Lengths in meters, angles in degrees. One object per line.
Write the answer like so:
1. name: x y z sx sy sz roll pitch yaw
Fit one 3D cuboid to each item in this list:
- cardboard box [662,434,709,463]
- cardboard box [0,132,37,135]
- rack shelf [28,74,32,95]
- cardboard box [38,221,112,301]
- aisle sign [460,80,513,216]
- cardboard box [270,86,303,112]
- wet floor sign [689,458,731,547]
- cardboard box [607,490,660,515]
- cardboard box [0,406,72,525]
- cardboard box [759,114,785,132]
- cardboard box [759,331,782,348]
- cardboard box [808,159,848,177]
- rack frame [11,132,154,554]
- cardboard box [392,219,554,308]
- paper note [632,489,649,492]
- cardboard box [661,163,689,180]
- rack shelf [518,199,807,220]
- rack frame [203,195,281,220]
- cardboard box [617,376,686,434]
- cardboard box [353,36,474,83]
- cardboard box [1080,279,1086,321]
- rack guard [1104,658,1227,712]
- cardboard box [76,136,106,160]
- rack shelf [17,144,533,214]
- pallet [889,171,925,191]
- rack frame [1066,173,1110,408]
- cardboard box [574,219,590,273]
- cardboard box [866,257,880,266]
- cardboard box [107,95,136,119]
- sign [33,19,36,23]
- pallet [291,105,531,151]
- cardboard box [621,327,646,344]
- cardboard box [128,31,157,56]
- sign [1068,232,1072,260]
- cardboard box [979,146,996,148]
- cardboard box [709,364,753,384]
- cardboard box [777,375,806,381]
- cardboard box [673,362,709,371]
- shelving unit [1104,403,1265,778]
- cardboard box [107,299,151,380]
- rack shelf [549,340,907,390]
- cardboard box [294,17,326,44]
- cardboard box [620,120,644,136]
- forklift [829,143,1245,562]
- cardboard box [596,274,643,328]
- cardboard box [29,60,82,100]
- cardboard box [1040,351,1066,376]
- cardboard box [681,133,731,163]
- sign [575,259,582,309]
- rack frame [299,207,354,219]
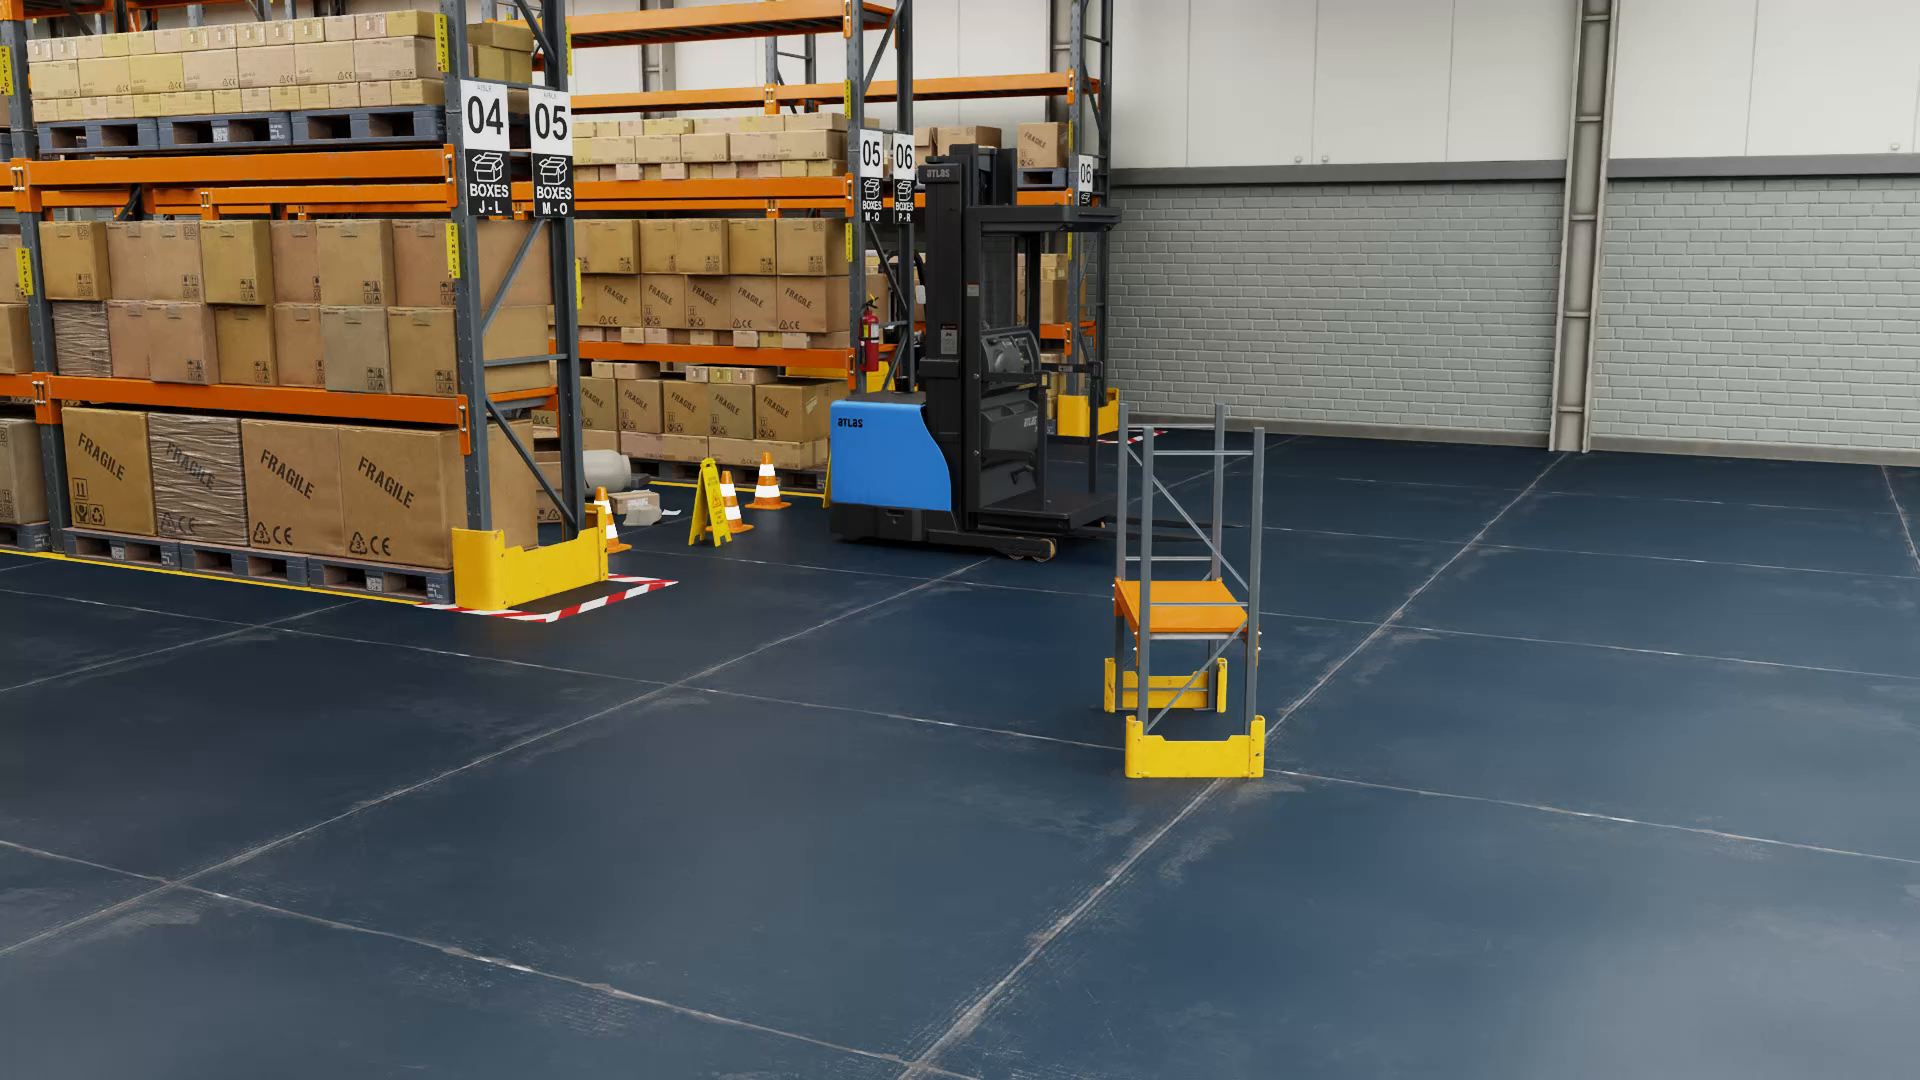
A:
1. cardboard box: -2.474 -0.895 15.795 0.500 0.250 0.500 5 11 24
2. cardboard box: -7.204 -3.185 12.727 0.380 0.149 0.250 5 11 26
3. rack shelf: -9.665 -5.128 18.937 4.000 0.370 1.077 5 11 26
4. cardboard box: -6.069 -2.026 12.047 0.550 0.550 0.875 5 11 26
5. aisle sign: -2.866 -2.366 10.079 0.004 0.787 0.394 5 11 26
6. cardboard box: -4.158 -2.800 10.604 0.250 0.149 0.380 5 11 25
7. wet floor sign: -1.895 -0.295 12.550 0.232 0.644 0.267 3 11 16
8. cardboard box: -2.766 -0.316 14.060 0.380 0.149 0.250 -7 12 -33
9. cardboard box: -6.981 -0.589 12.701 0.750 0.750 1.050 5 11 26
10. cardboard box: -1.583 -3.706 14.830 0.250 0.149 0.380 5 11 25
11. cardboard box: -1.624 -1.836 15.157 0.250 0.149 0.380 5 11 25
12. cardboard box: -1.141 -3.274 14.682 0.250 0.149 0.380 5 11 26
13. rack frame: -6.384 -1.455 12.347 0.127 3.000 1.000 5 11 26
14. cardboard box: -3.113 -1.780 10.692 0.550 0.550 0.875 5 11 26
15. paper note: -2.913 -0.447 15.113 0.148 0.019 0.142 1 10 6
16. cardboard box: -2.538 -3.388 15.311 0.250 0.149 0.380 5 11 25
17. rack shelf: -3.885 -4.326 21.809 4.000 0.370 1.077 5 11 26
18. rack frame: -7.872 -2.569 18.501 0.127 3.000 1.000 5 11 26
19. cardboard box: -2.925 -1.305 15.955 0.500 0.500 0.500 6 12 29
20. cardboard box: -3.360 -2.938 10.246 0.500 0.250 0.500 5 11 27
21. cardboard box: 1.174 -2.864 19.852 0.500 0.500 0.500 5 12 28
22. rack guard: 1.002 0.708 8.114 0.587 0.250 0.087 0 10 0
23. cardboard box: -9.581 -4.393 18.699 0.500 0.500 0.500 5 11 26
24. rack shelf: -4.591 -2.420 11.274 4.000 0.370 1.077 5 11 26
25. pallet: -0.225 -4.320 20.001 1.213 0.211 1.003 5 11 26
26. rack frame: 1.496 -2.731 19.400 0.127 3.000 1.000 5 11 26
27. cardboard box: -3.538 -2.828 16.011 0.500 0.500 0.700 5 11 26
28. cardboard box: -1.000 -3.411 20.218 0.250 0.149 0.380 5 11 25
29. cardboard box: -5.527 -2.921 11.268 0.250 0.149 0.380 5 11 25
30. sign: -11.229 -6.422 20.102 0.005 0.325 0.100 5 11 26
31. pallet: -3.467 -2.629 10.660 1.213 0.211 1.003 5 11 26
32. cardboard box: -3.001 -1.952 15.797 0.250 0.149 0.380 5 11 26
33. cardboard box: -5.293 -3.293 11.085 0.250 0.149 0.380 5 11 26
34. sign: 1.243 -3.332 18.803 0.005 0.325 0.100 5 11 26
35. cardboard box: 0.391 -4.434 19.302 0.258 0.266 0.396 5 11 26
36. cardboard box: -2.114 -1.540 15.432 0.250 0.149 0.380 5 12 27
37. cardboard box: -1.791 -1.311 15.988 0.500 0.500 0.500 5 11 24
38. cardboard box: -3.257 -2.186 21.877 0.625 0.625 0.875 5 11 25
39. shelving unit: 1.004 0.182 7.512 0.587 1.500 1.083 0 10 0
40. cardboard box: -5.545 -1.462 11.965 0.550 0.550 0.875 5 11 26
41. rack shelf: -2.491 -1.742 15.953 4.000 0.370 1.077 5 11 26
42. cardboard box: -3.935 -3.173 10.424 0.250 0.149 0.380 5 12 27
43. cardboard box: -2.954 -3.828 15.500 0.250 0.149 0.380 5 11 25
44. forklift: 0.560 -1.393 12.199 3.031 2.935 1.130 5 11 26
45. cardboard box: -3.108 -2.293 15.859 0.500 0.500 0.500 5 11 25
46. cardboard box: -6.070 -3.176 11.561 0.500 0.250 0.500 5 11 26
47. cardboard box: 0.945 -2.064 19.444 0.500 0.250 0.500 5 12 28
48. cardboard box: -2.193 -3.564 15.165 0.500 0.250 0.500 5 12 27
49. sign: -2.546 -1.693 11.009 0.005 0.325 0.100 5 11 26
50. rack frame: -9.266 -3.677 24.625 0.127 3.000 1.000 5 11 26
